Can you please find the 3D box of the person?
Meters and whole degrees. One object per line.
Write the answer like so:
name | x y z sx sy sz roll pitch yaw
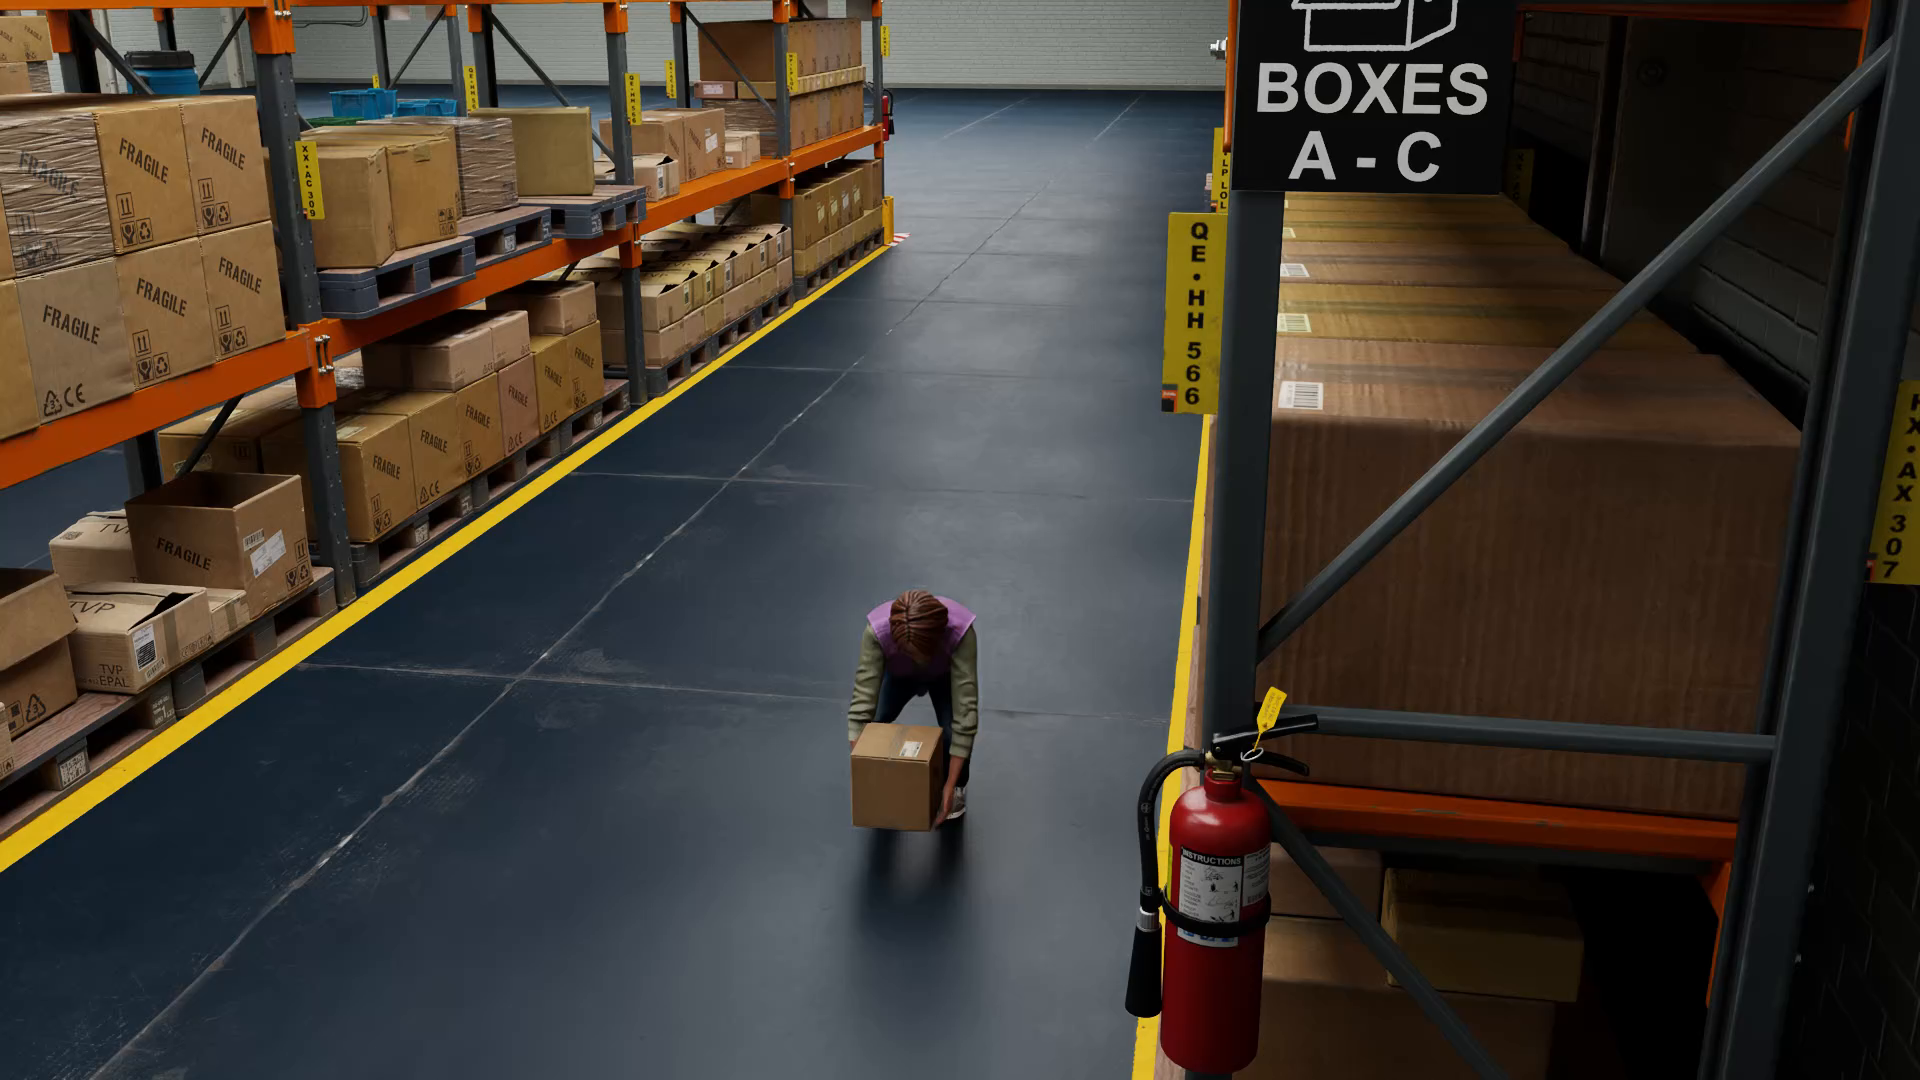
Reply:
person | -0.132 0.520 5.579 0.450 0.920 0.798 3 18 9
